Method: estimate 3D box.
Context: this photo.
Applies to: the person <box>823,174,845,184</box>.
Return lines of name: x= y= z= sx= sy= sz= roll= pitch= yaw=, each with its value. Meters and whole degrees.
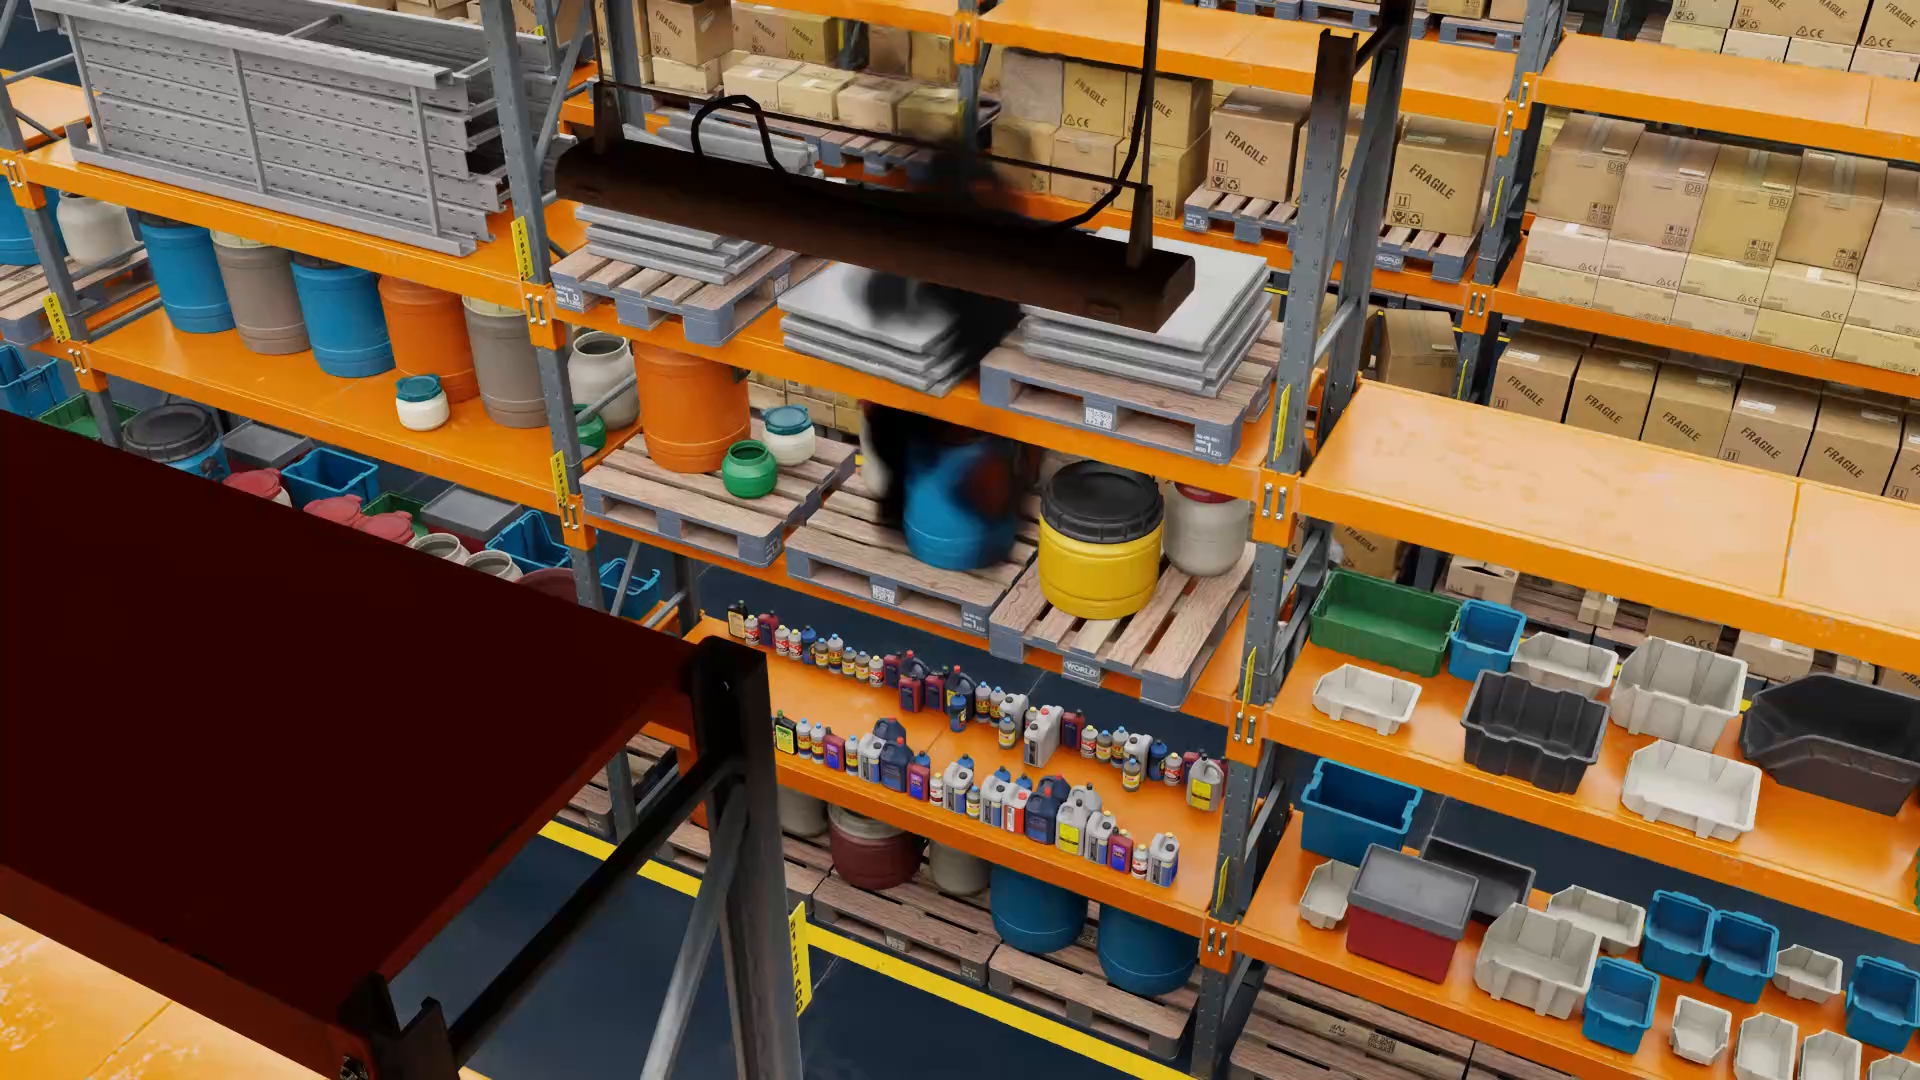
person: x=-1.282 y=-3.115 z=16.842 sx=0.886 sy=1.689 sz=0.602 roll=11 pitch=36 yaw=15

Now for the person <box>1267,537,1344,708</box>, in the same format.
person: x=2.417 y=0.634 z=11.523 sx=0.735 sy=1.656 sz=0.447 roll=11 pitch=37 yaw=16

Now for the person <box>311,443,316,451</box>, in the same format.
person: x=-5.763 y=-1.224 z=14.130 sx=0.752 sy=1.780 sz=0.623 roll=9 pitch=36 yaw=13
